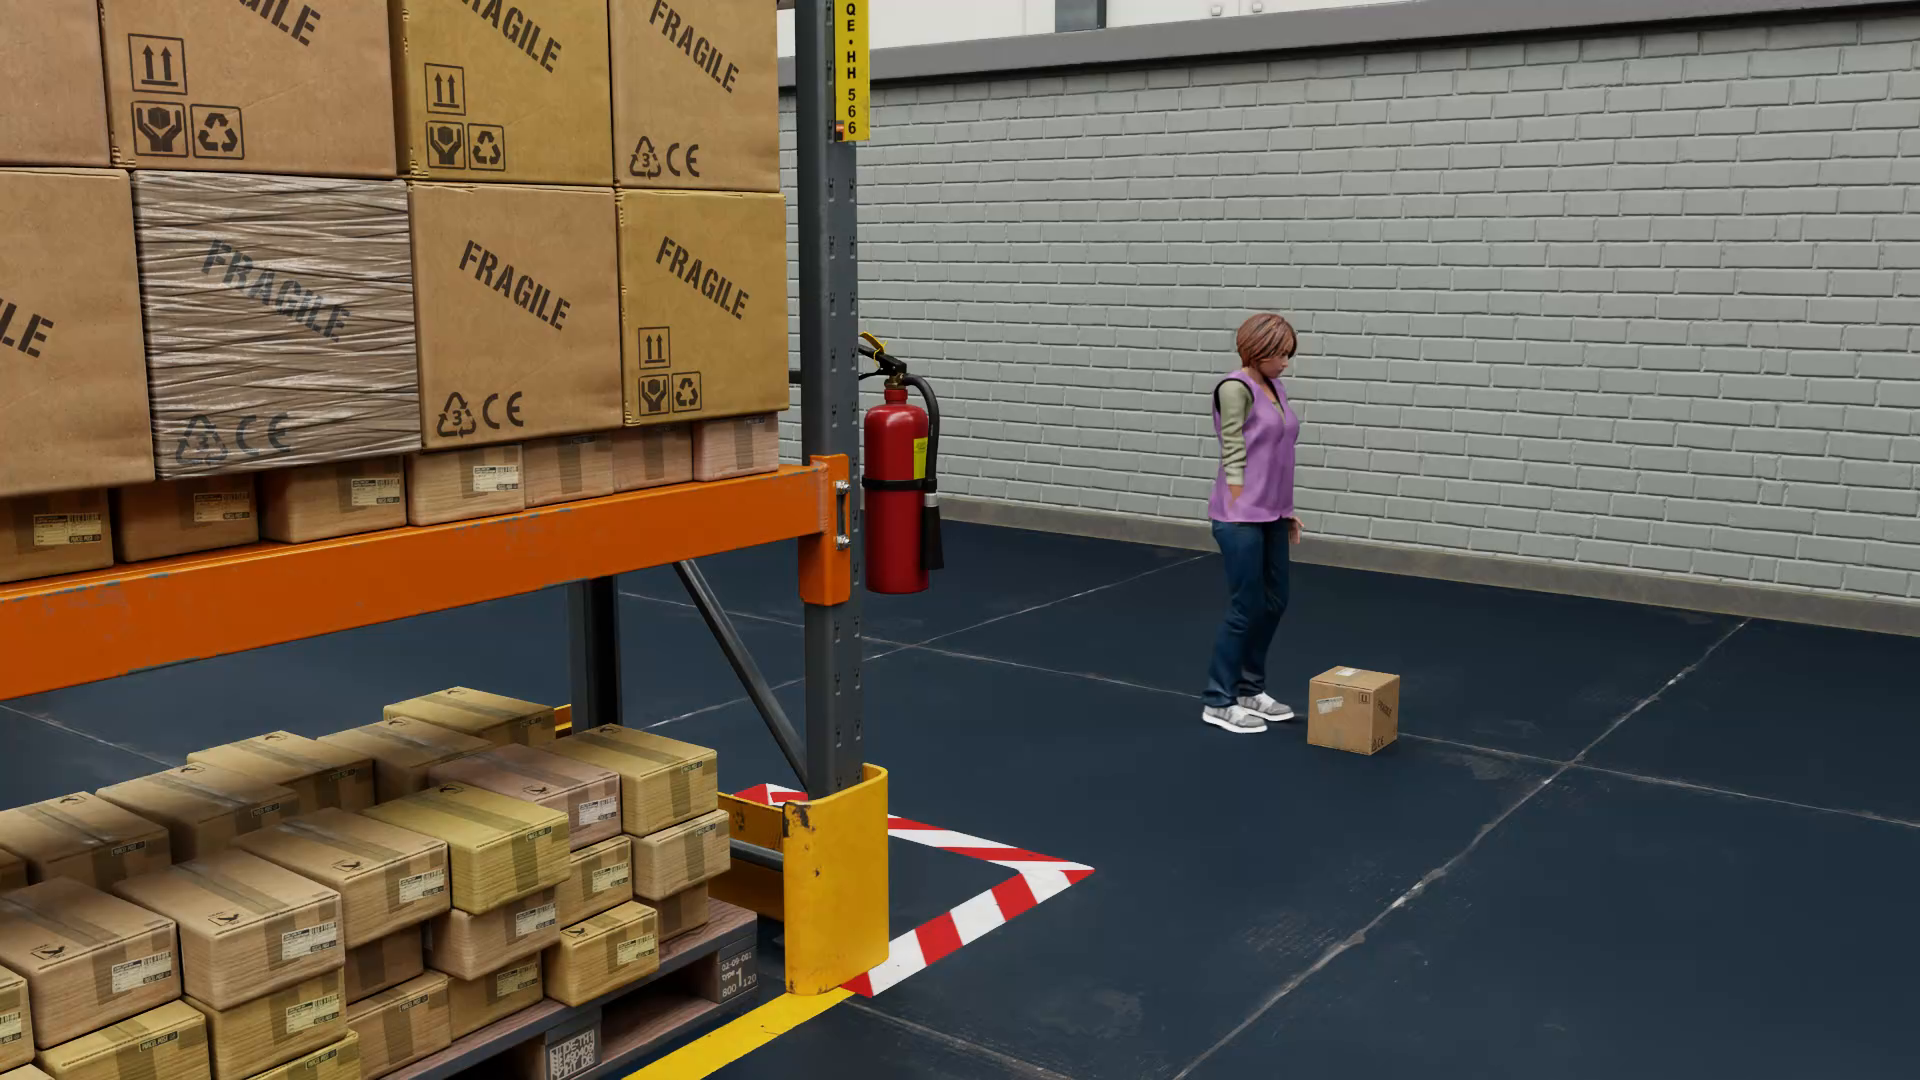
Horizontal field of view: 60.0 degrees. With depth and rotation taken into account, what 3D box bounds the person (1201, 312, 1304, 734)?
[{"bbox_3d":[1.129,-0.073,6.381,0.307,1.592,0.409,8,13,37],"label":"person"}]
